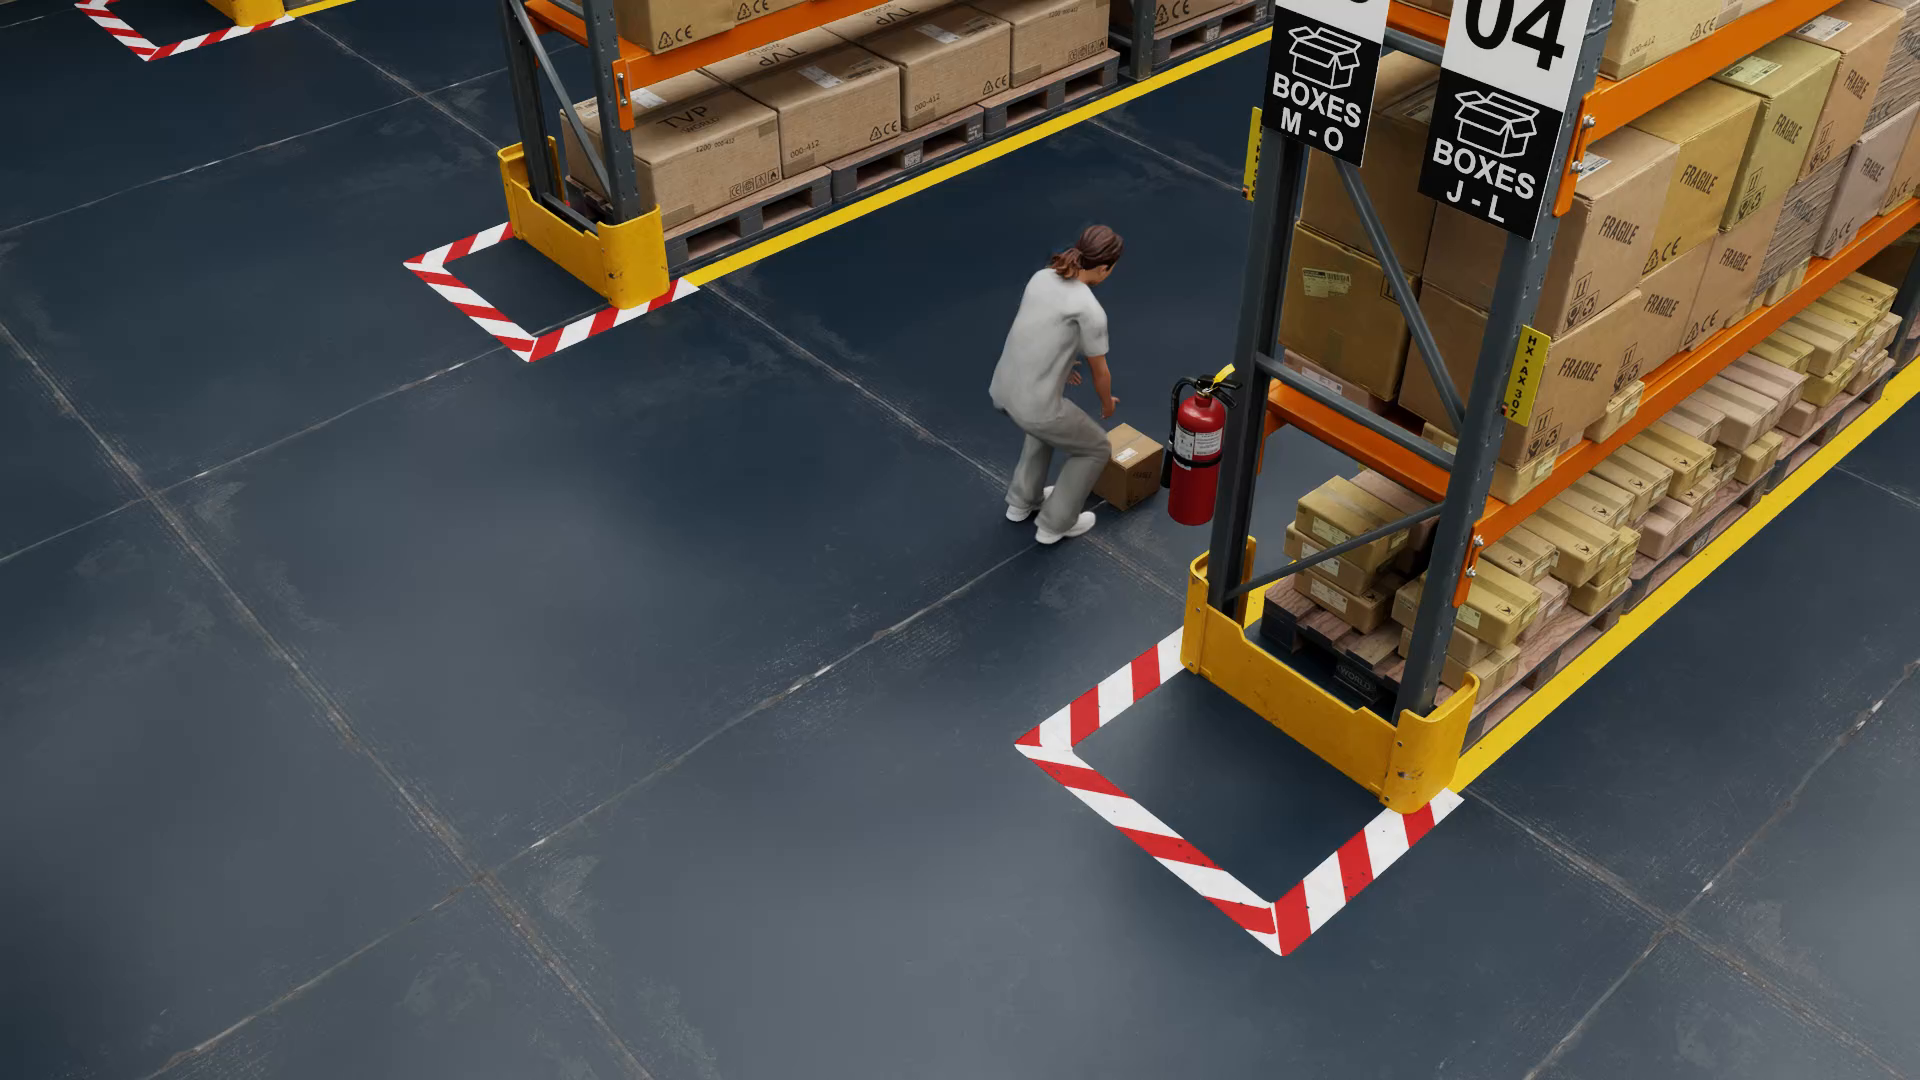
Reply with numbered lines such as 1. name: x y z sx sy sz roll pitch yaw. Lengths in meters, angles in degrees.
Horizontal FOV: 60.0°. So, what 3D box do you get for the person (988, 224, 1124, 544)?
1. person: 0.409 -0.660 7.151 0.615 1.417 0.490 -23 45 -25
